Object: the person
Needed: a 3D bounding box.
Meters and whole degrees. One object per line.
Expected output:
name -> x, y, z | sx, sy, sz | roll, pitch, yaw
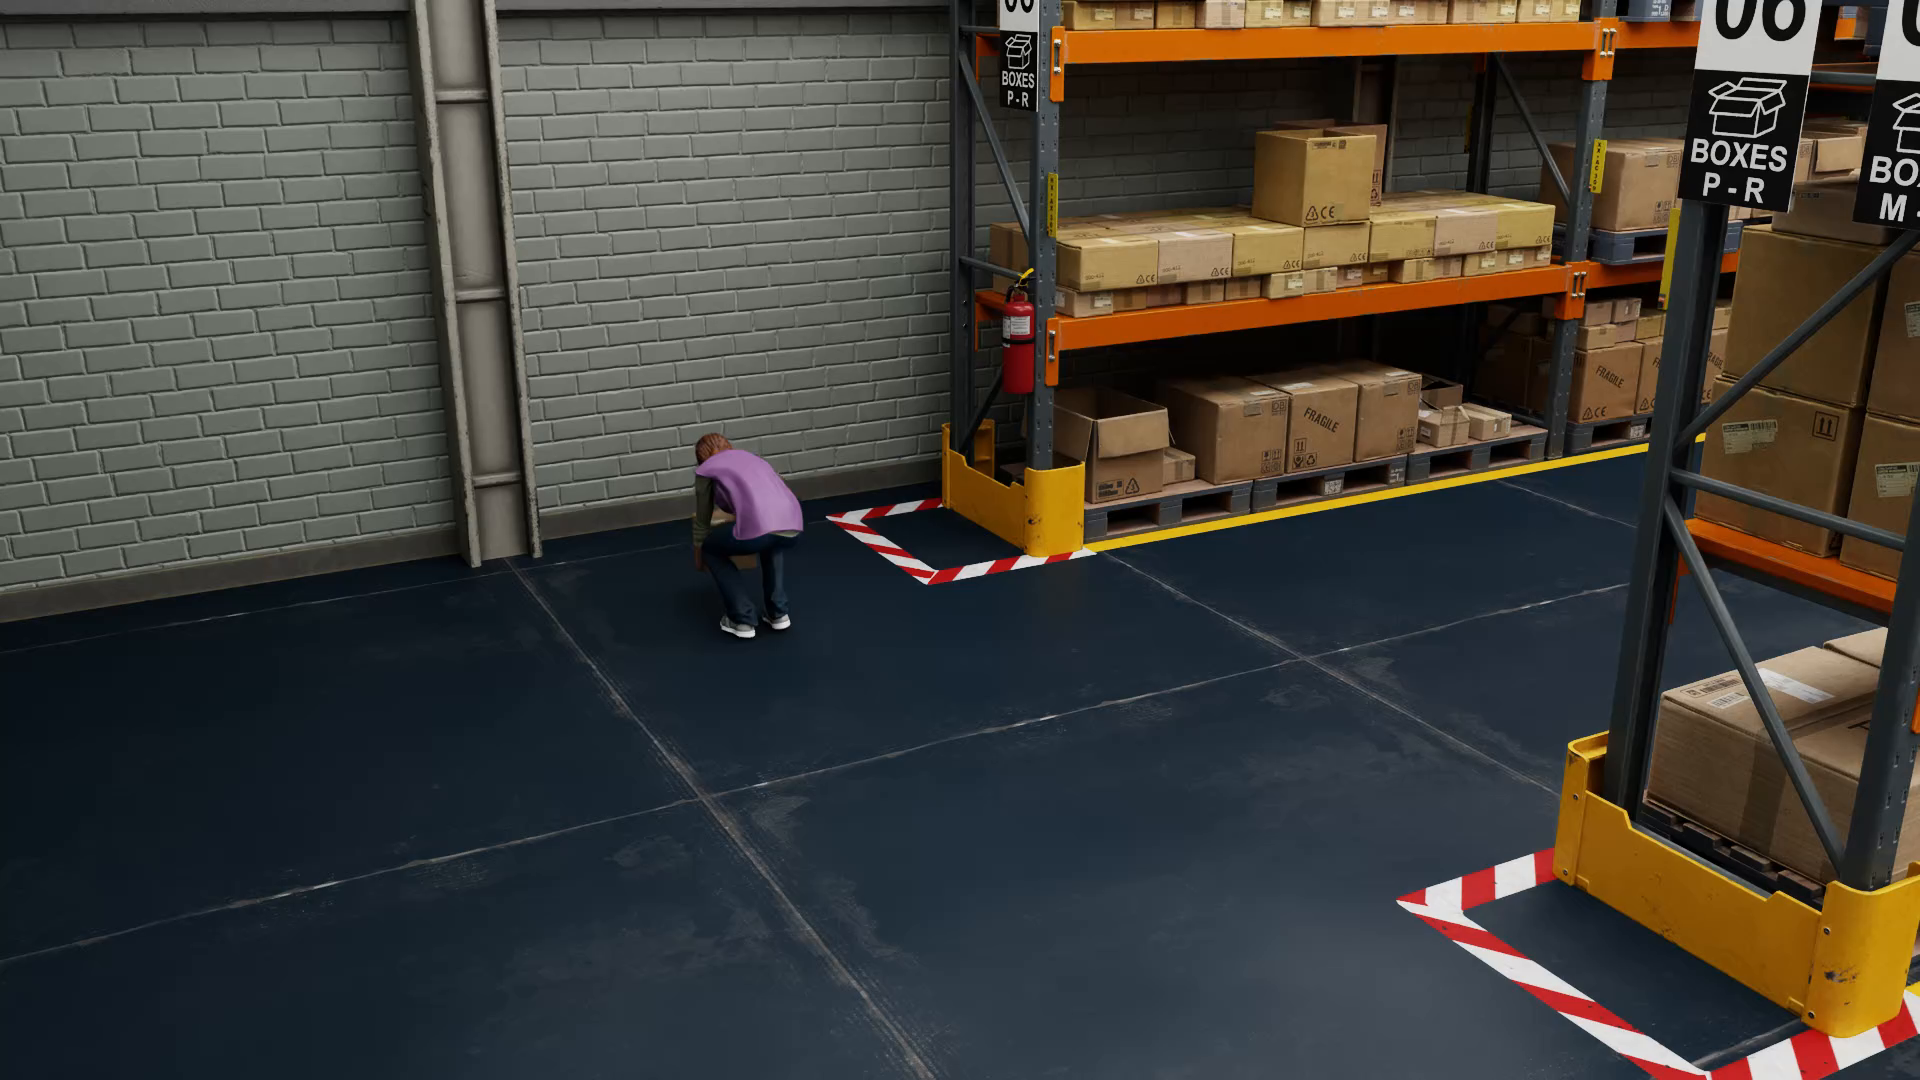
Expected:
person -> -1.082, -0.094, 8.222 | 0.410, 1.042, 0.854 | -11, 22, -29
